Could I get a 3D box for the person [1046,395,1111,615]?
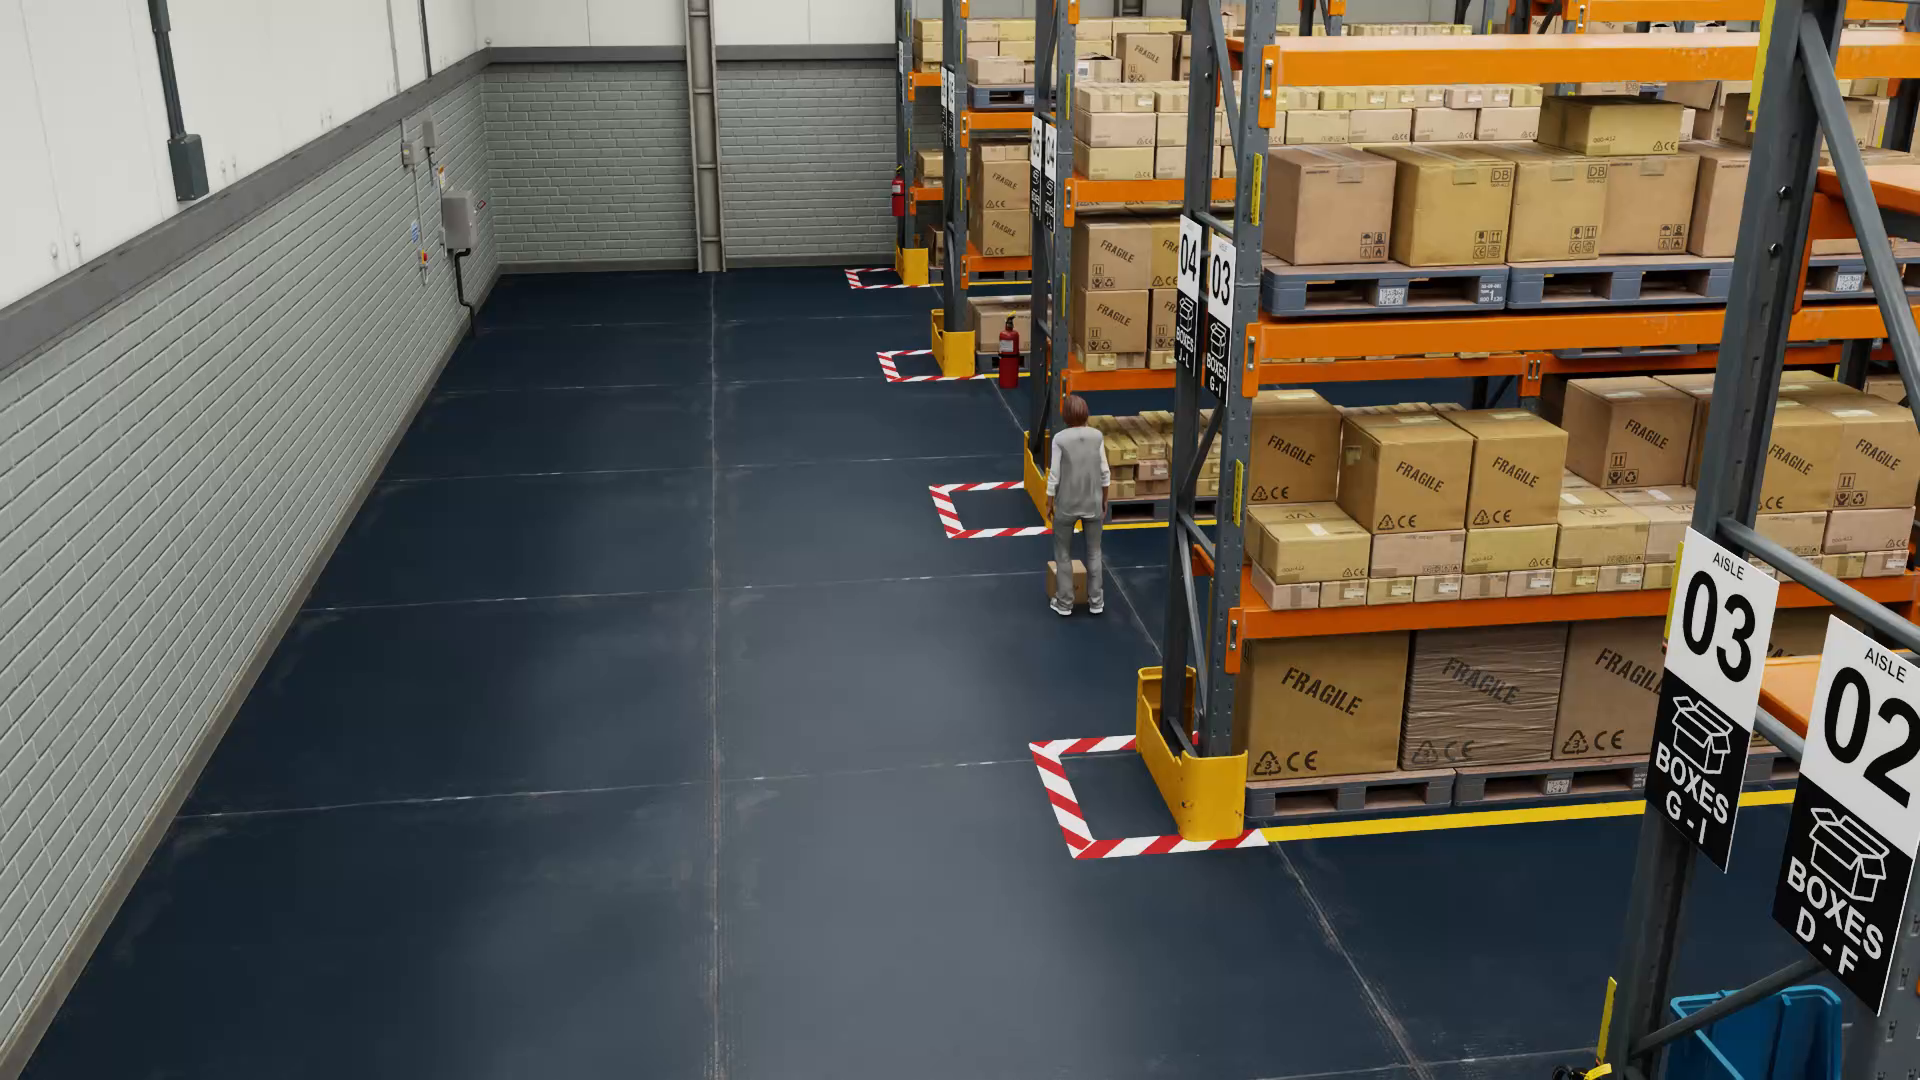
[{"bbox_3d":[0.830,-0.232,11.721,0.471,1.590,0.348,-4,21,-10],"label":"person"}]
